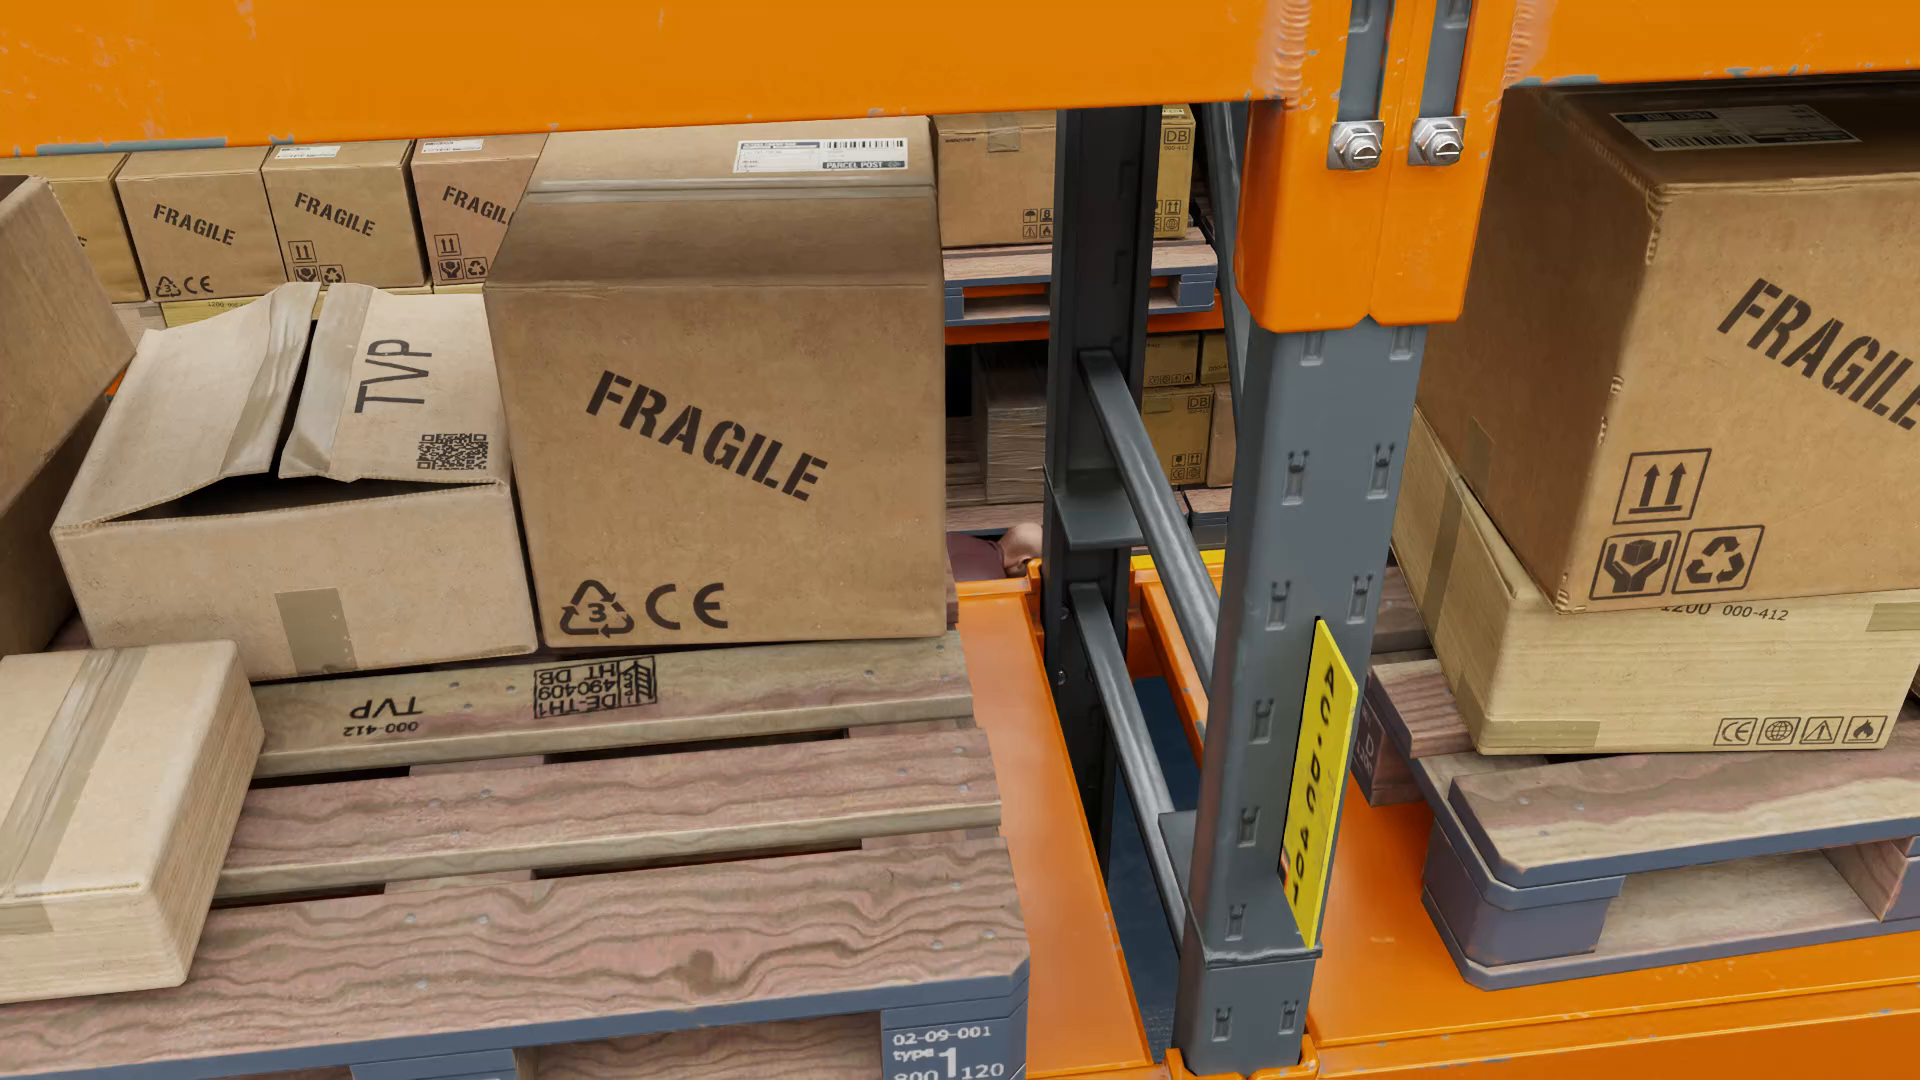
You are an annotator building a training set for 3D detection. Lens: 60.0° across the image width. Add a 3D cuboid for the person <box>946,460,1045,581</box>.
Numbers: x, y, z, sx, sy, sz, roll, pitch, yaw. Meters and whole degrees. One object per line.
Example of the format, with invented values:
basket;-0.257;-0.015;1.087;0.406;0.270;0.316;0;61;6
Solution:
person;-0.011;0.212;6.424;0.951;1.126;0.571;-13;36;-18
